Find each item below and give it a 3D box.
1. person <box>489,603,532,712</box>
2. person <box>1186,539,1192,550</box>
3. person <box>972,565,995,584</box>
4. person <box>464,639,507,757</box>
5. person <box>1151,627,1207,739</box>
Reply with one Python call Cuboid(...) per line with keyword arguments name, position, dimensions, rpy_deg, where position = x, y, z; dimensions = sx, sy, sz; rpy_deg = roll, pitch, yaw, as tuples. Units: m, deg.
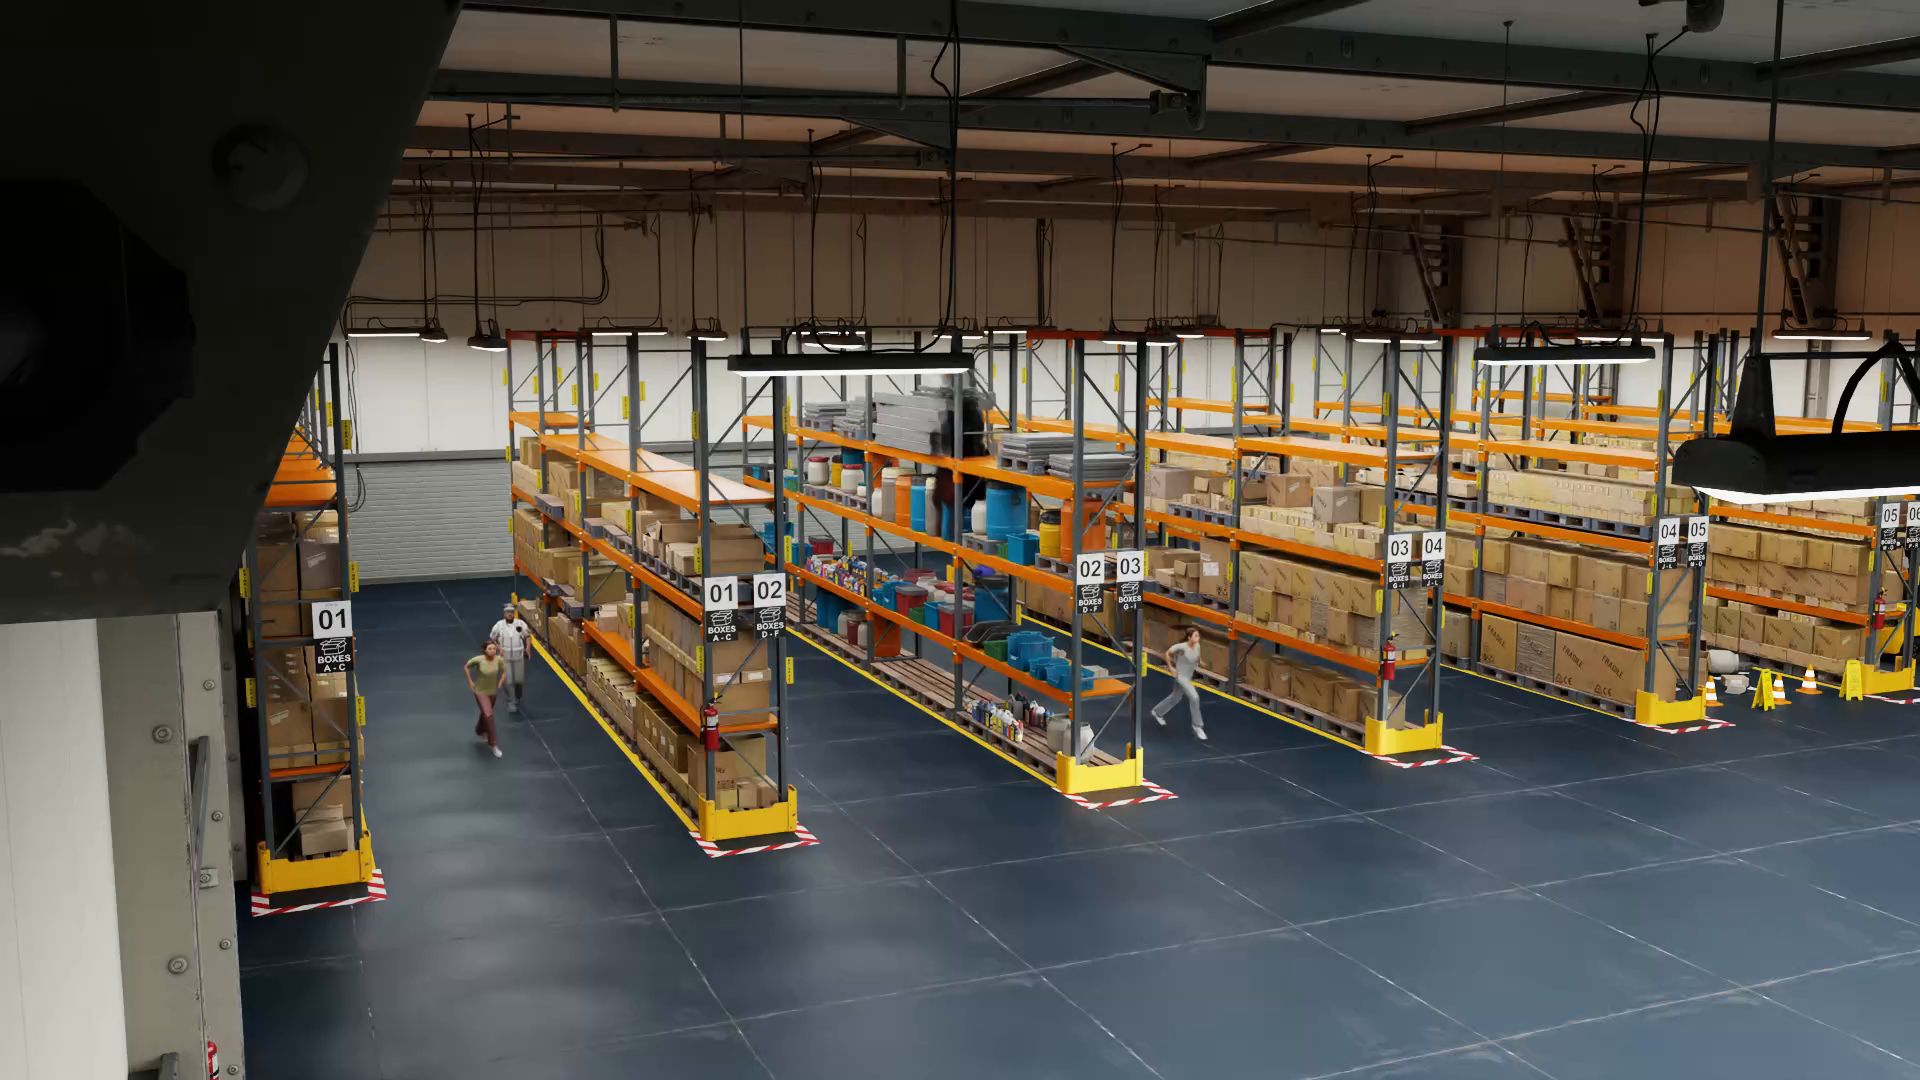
Cuboid(name="person", position=(-7.198, 1.862, 26.670), dimensions=(0.665, 1.746, 0.603), rpy_deg=(-2, 8, -18))
Cuboid(name="person", position=(6.158, -0.388, 43.273), dimensions=(0.747, 1.754, 0.579), rpy_deg=(-7, 11, -42))
Cuboid(name="person", position=(0.498, 1.047, 33.036), dimensions=(0.563, 1.609, 0.589), rpy_deg=(-5, 9, -31))
Cuboid(name="person", position=(-6.871, 2.239, 24.126), dimensions=(0.579, 1.672, 0.951), rpy_deg=(-6, 10, -36))
Cuboid(name="person", position=(3.327, 2.129, 25.140), dimensions=(1.034, 1.642, 0.569), rpy_deg=(6, 10, 40))
